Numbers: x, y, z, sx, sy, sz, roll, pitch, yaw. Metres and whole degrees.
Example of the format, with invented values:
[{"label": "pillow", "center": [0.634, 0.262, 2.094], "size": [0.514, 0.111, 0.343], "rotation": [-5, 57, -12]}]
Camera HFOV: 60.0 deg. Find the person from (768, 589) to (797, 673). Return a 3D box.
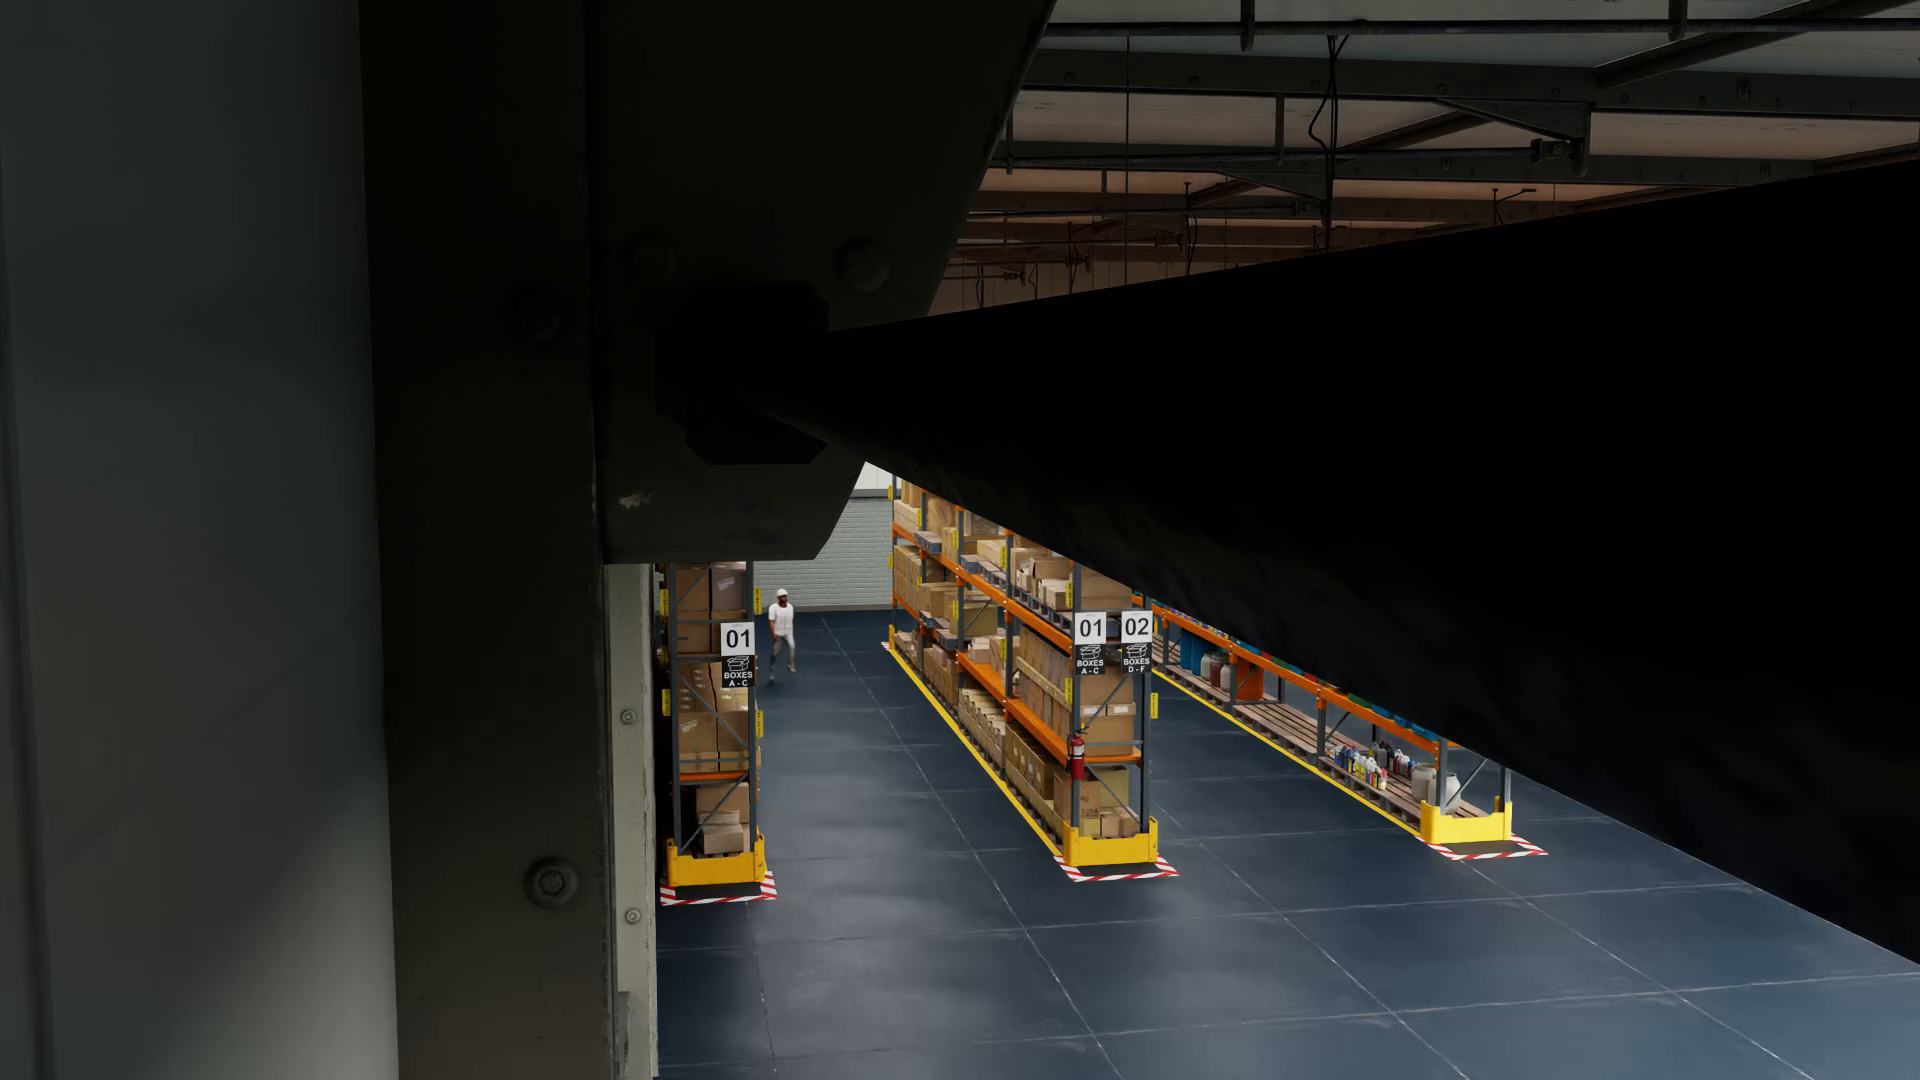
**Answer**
[{"label": "person", "center": [-3.463, 1.775, 32.313], "size": [0.541, 1.646, 1.024], "rotation": [-2, 7, -20]}]
